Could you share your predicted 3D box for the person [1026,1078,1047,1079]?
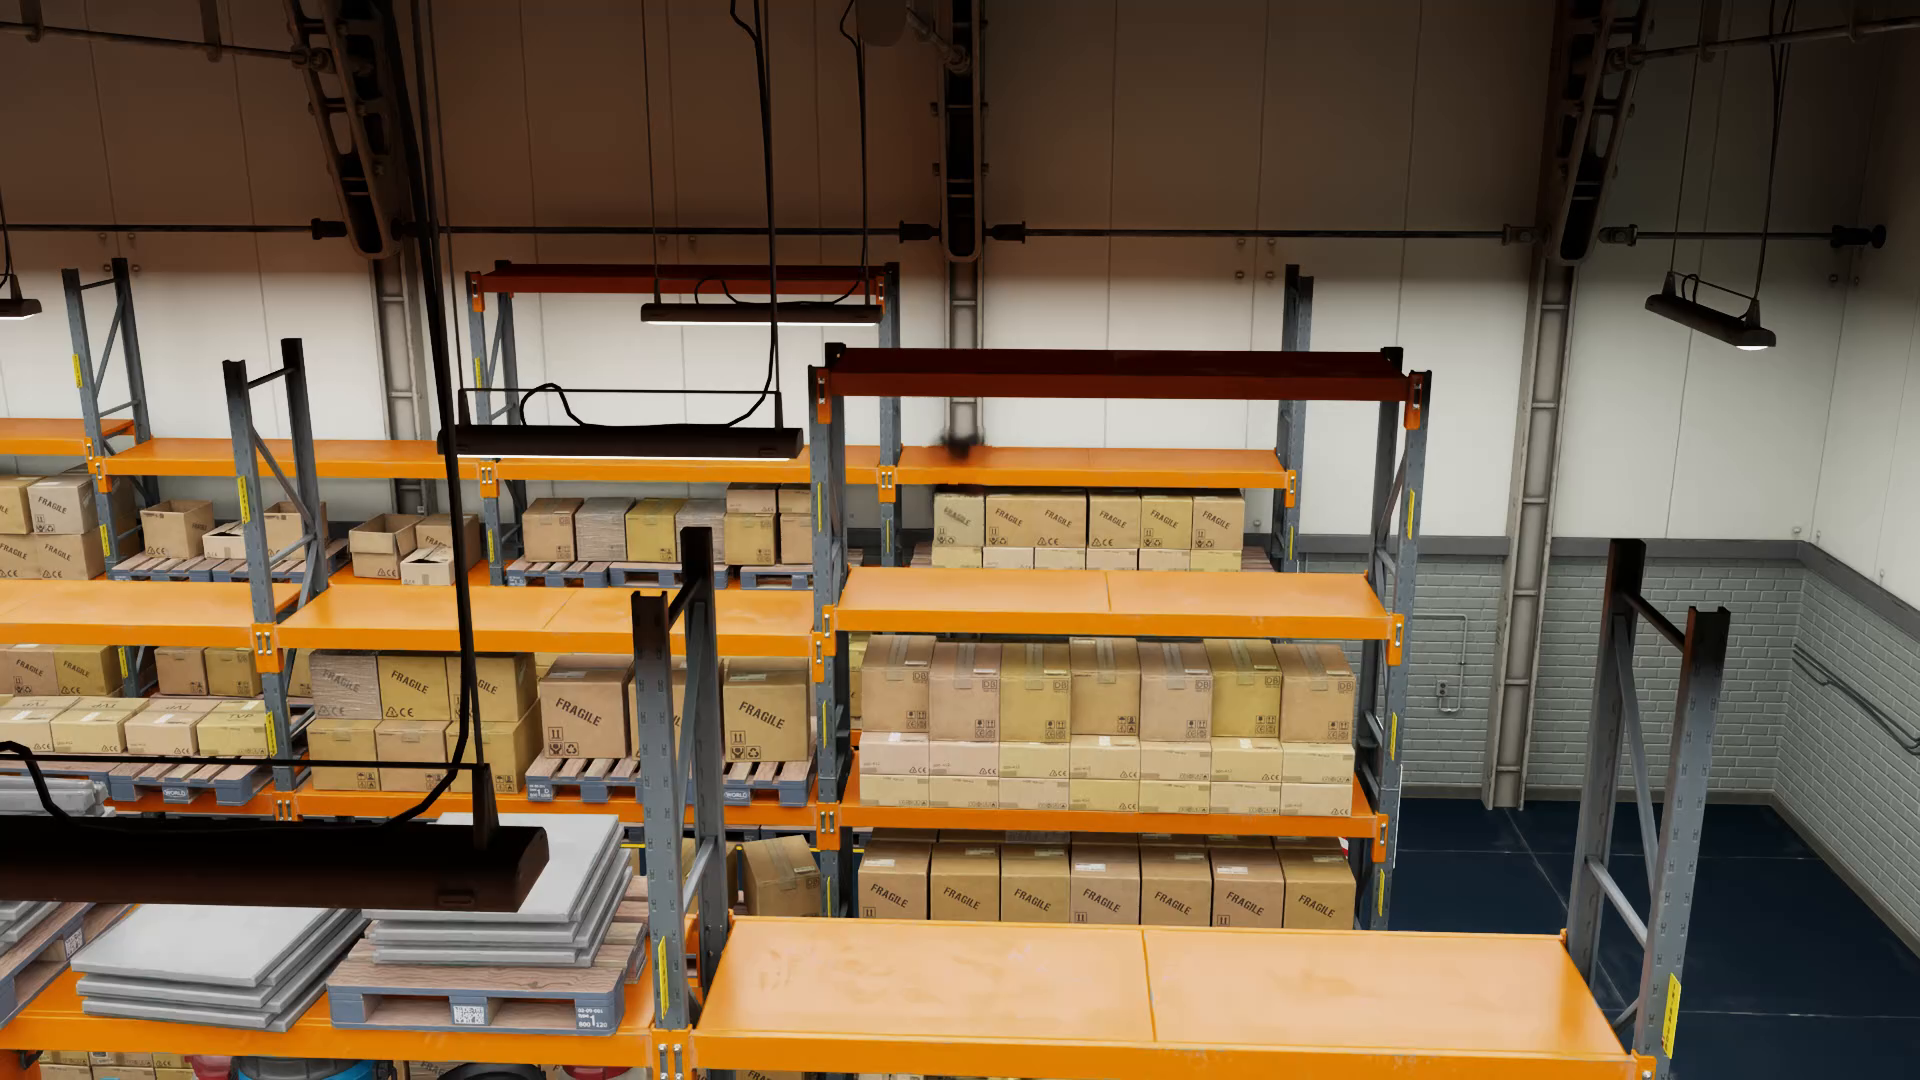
[{"bbox_3d":[0.491,4.236,11.071,0.693,1.650,0.561,13,21,38],"label":"person"}]
